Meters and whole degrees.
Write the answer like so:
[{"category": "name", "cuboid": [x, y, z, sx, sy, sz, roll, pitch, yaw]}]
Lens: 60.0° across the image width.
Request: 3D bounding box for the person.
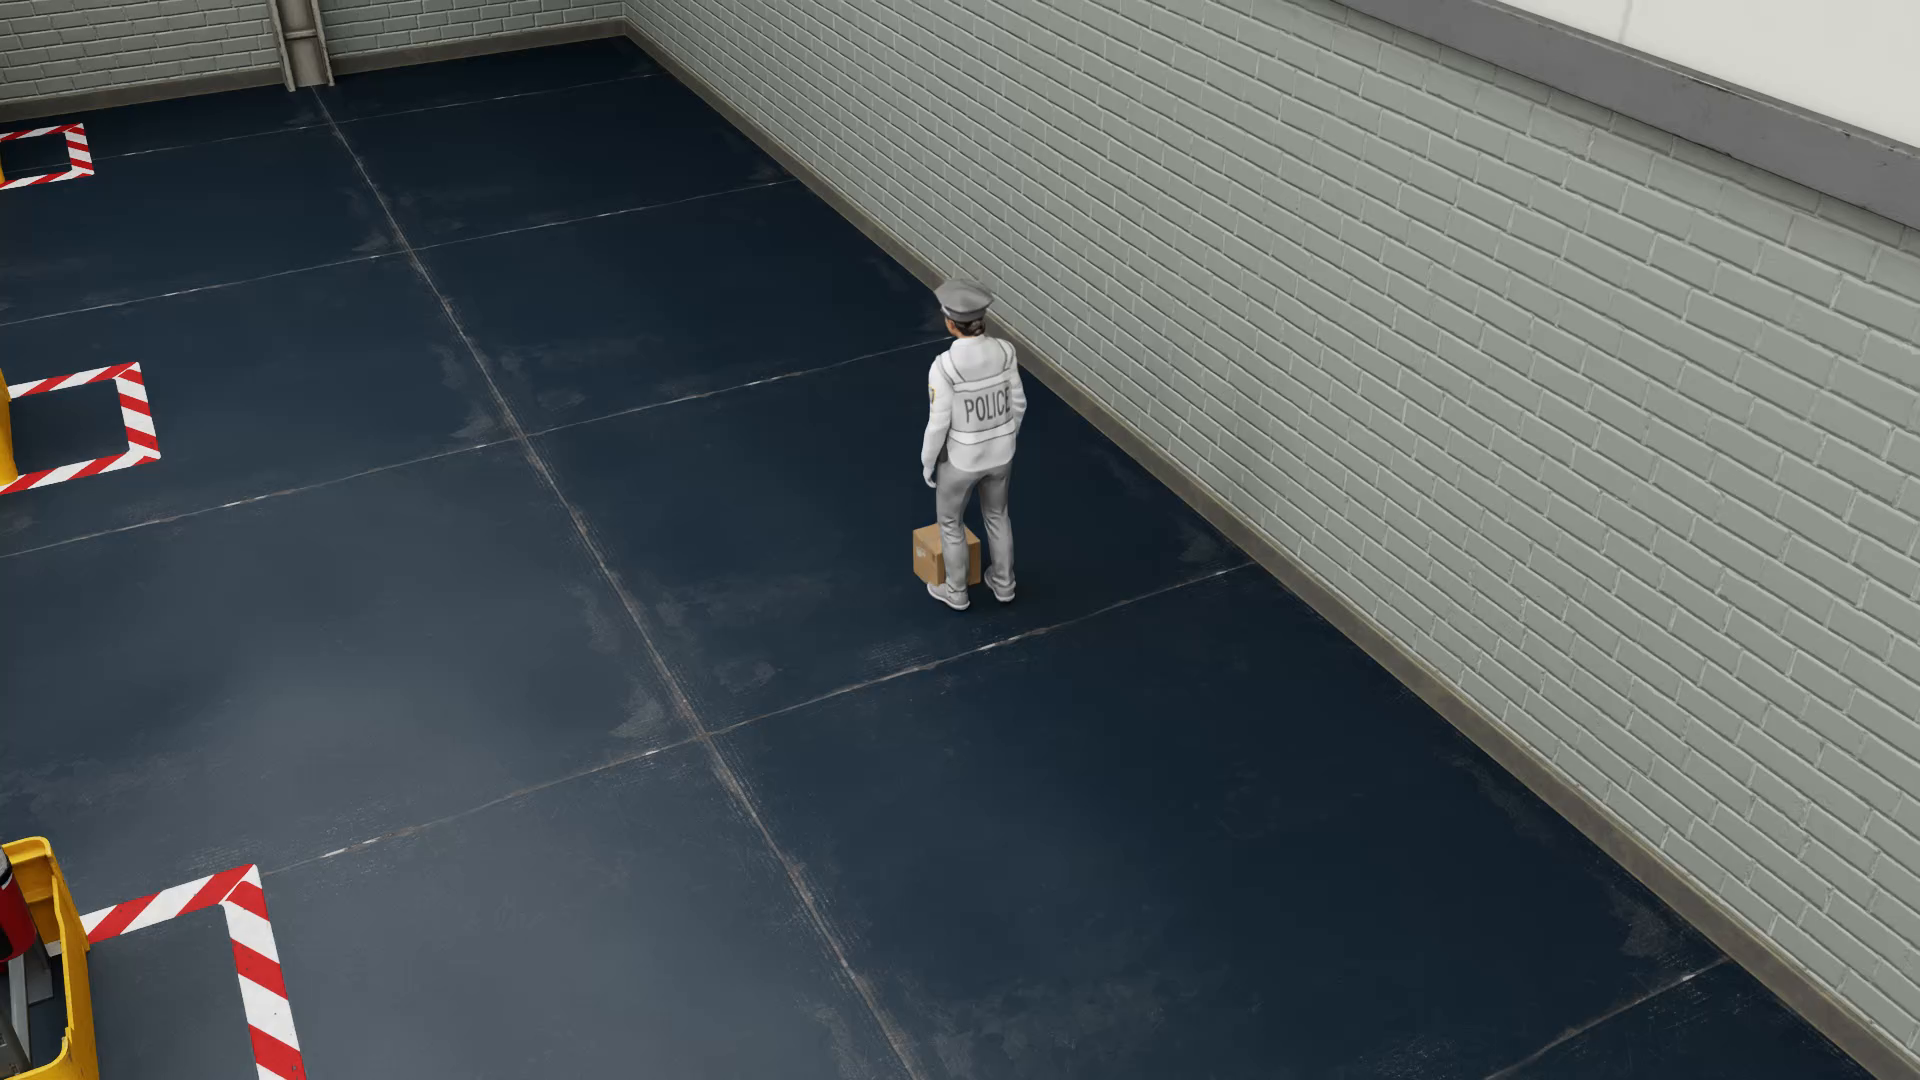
[{"category": "person", "cuboid": [0.046, -0.403, 7.751, 0.517, 1.663, 0.412, -17, 37, -25]}]
